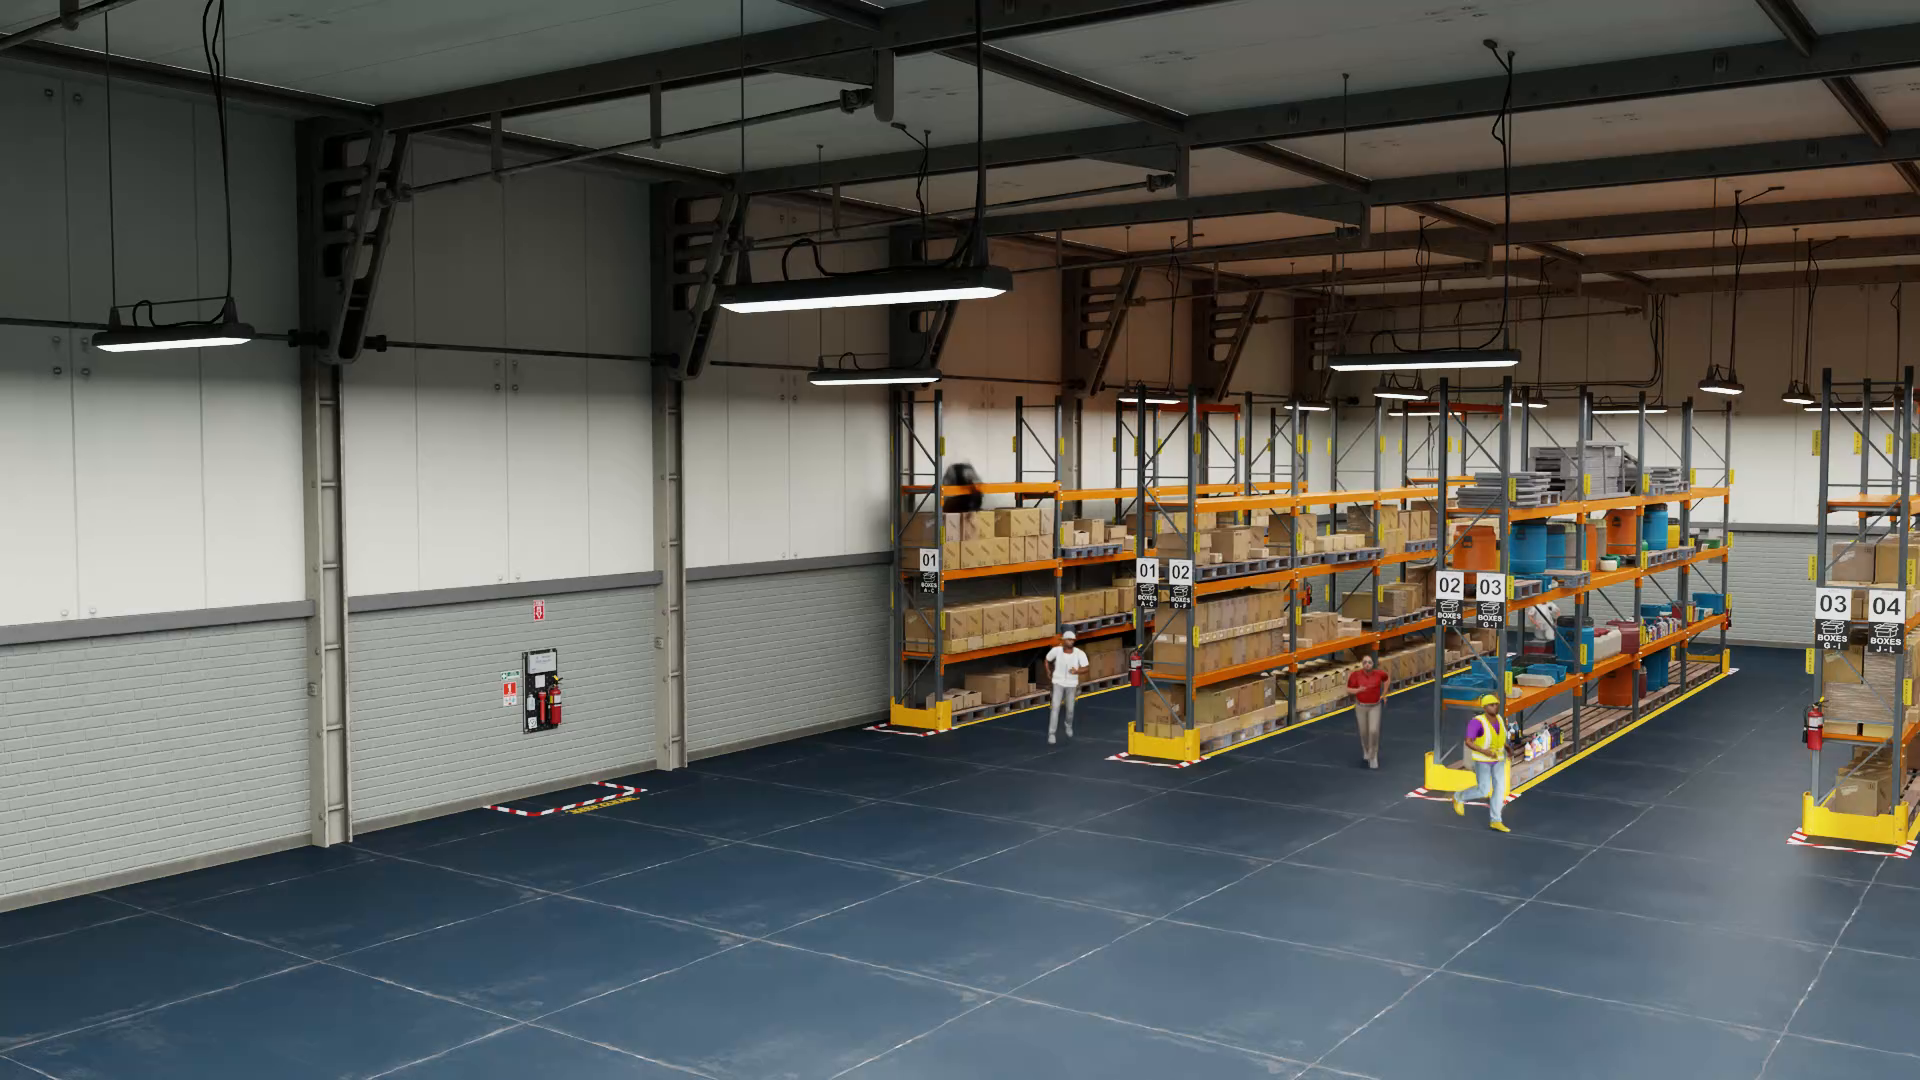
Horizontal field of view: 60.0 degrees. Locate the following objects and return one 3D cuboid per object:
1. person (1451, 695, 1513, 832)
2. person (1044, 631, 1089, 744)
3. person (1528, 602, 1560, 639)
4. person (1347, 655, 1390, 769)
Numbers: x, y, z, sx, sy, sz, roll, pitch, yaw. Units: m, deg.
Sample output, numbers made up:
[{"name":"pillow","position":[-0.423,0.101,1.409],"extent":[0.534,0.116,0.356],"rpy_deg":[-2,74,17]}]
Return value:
[{"name":"person","position":[6.927,2.904,21.901],"extent":[0.709,1.761,0.870],"rpy_deg":[-2,4,-26]},{"name":"person","position":[1.728,2.354,26.871],"extent":[0.723,1.760,0.893],"rpy_deg":[0,3,0]},{"name":"person","position":[13.191,2.019,37.565],"extent":[0.676,1.781,0.660],"rpy_deg":[1,3,20]},{"name":"person","position":[6.393,2.695,26.057],"extent":[0.629,1.809,0.853],"rpy_deg":[1,3,19]}]
